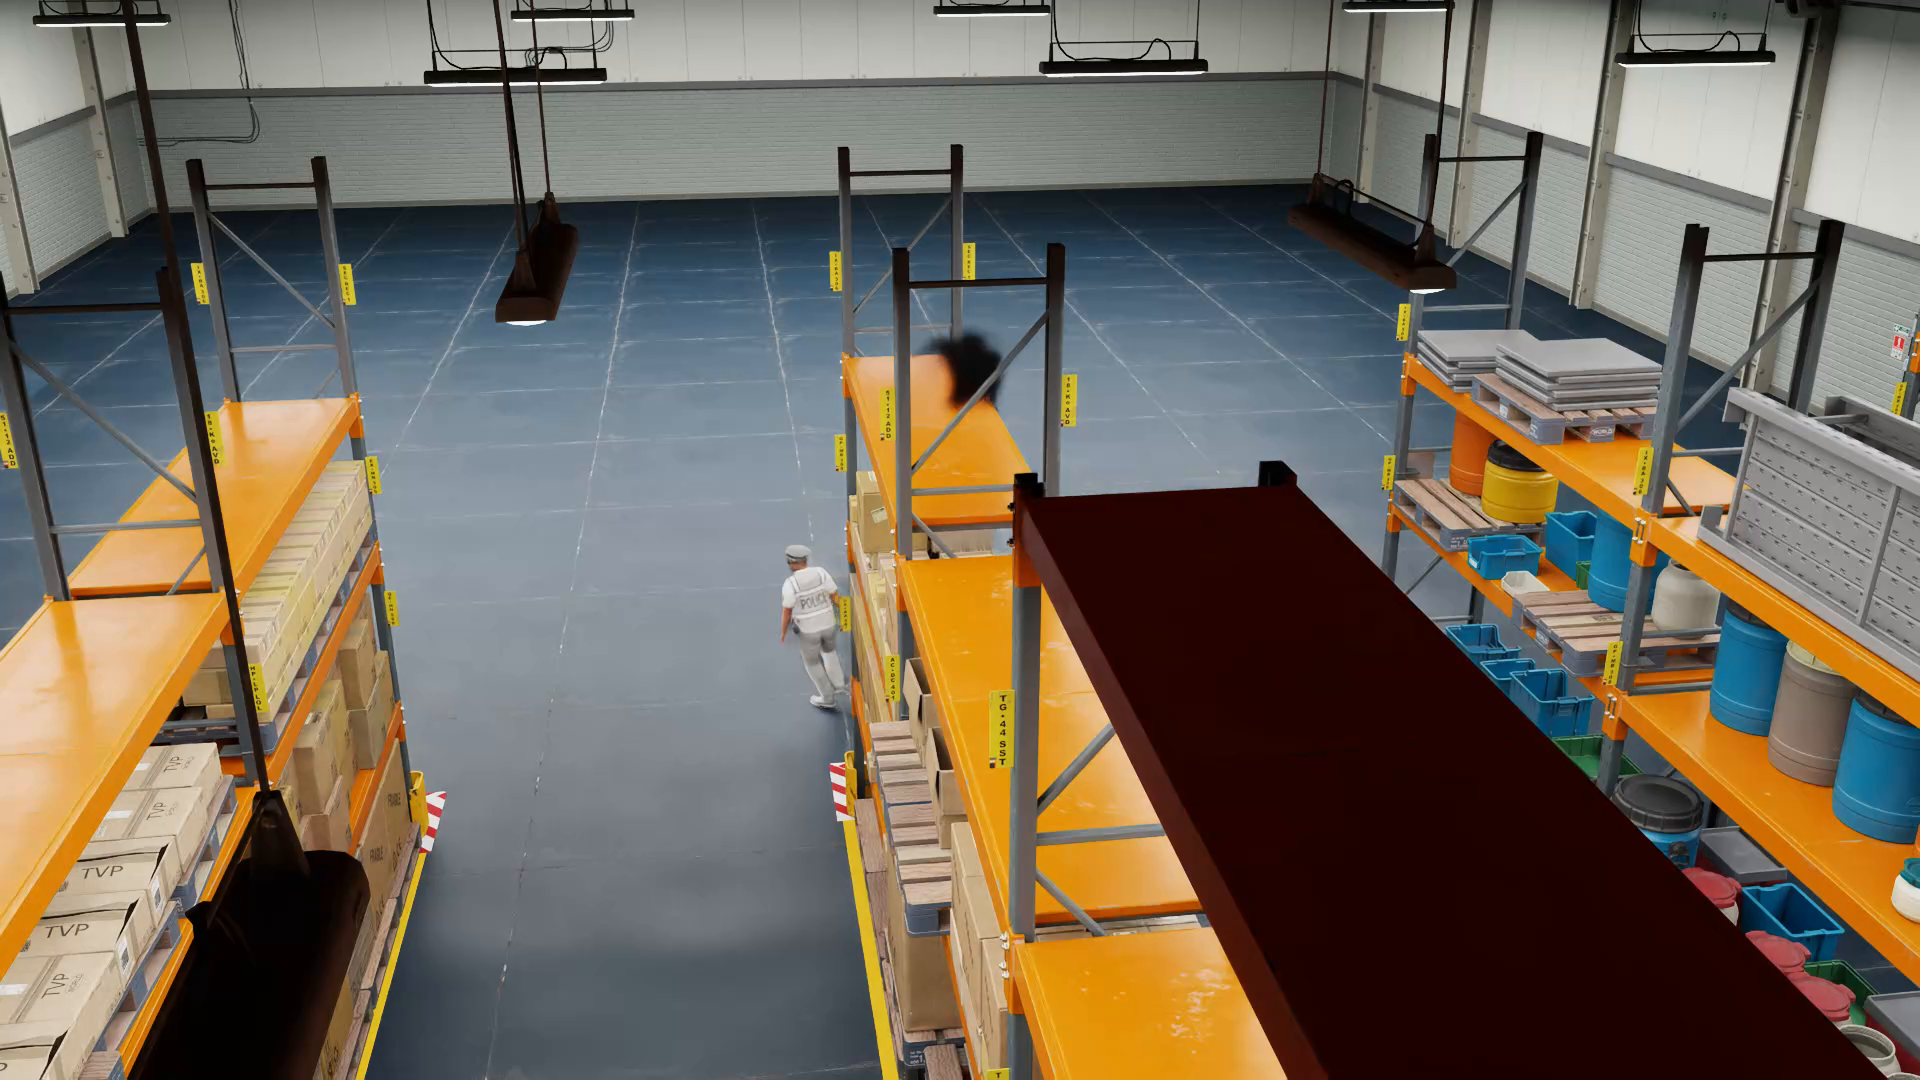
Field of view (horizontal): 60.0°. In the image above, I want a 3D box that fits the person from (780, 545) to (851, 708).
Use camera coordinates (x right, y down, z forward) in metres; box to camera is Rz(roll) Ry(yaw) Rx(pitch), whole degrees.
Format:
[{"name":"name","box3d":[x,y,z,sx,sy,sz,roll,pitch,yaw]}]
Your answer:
[{"name":"person","box3d":[-1.466,0.906,17.061,0.707,1.706,0.587,-14,26,-32]}]
